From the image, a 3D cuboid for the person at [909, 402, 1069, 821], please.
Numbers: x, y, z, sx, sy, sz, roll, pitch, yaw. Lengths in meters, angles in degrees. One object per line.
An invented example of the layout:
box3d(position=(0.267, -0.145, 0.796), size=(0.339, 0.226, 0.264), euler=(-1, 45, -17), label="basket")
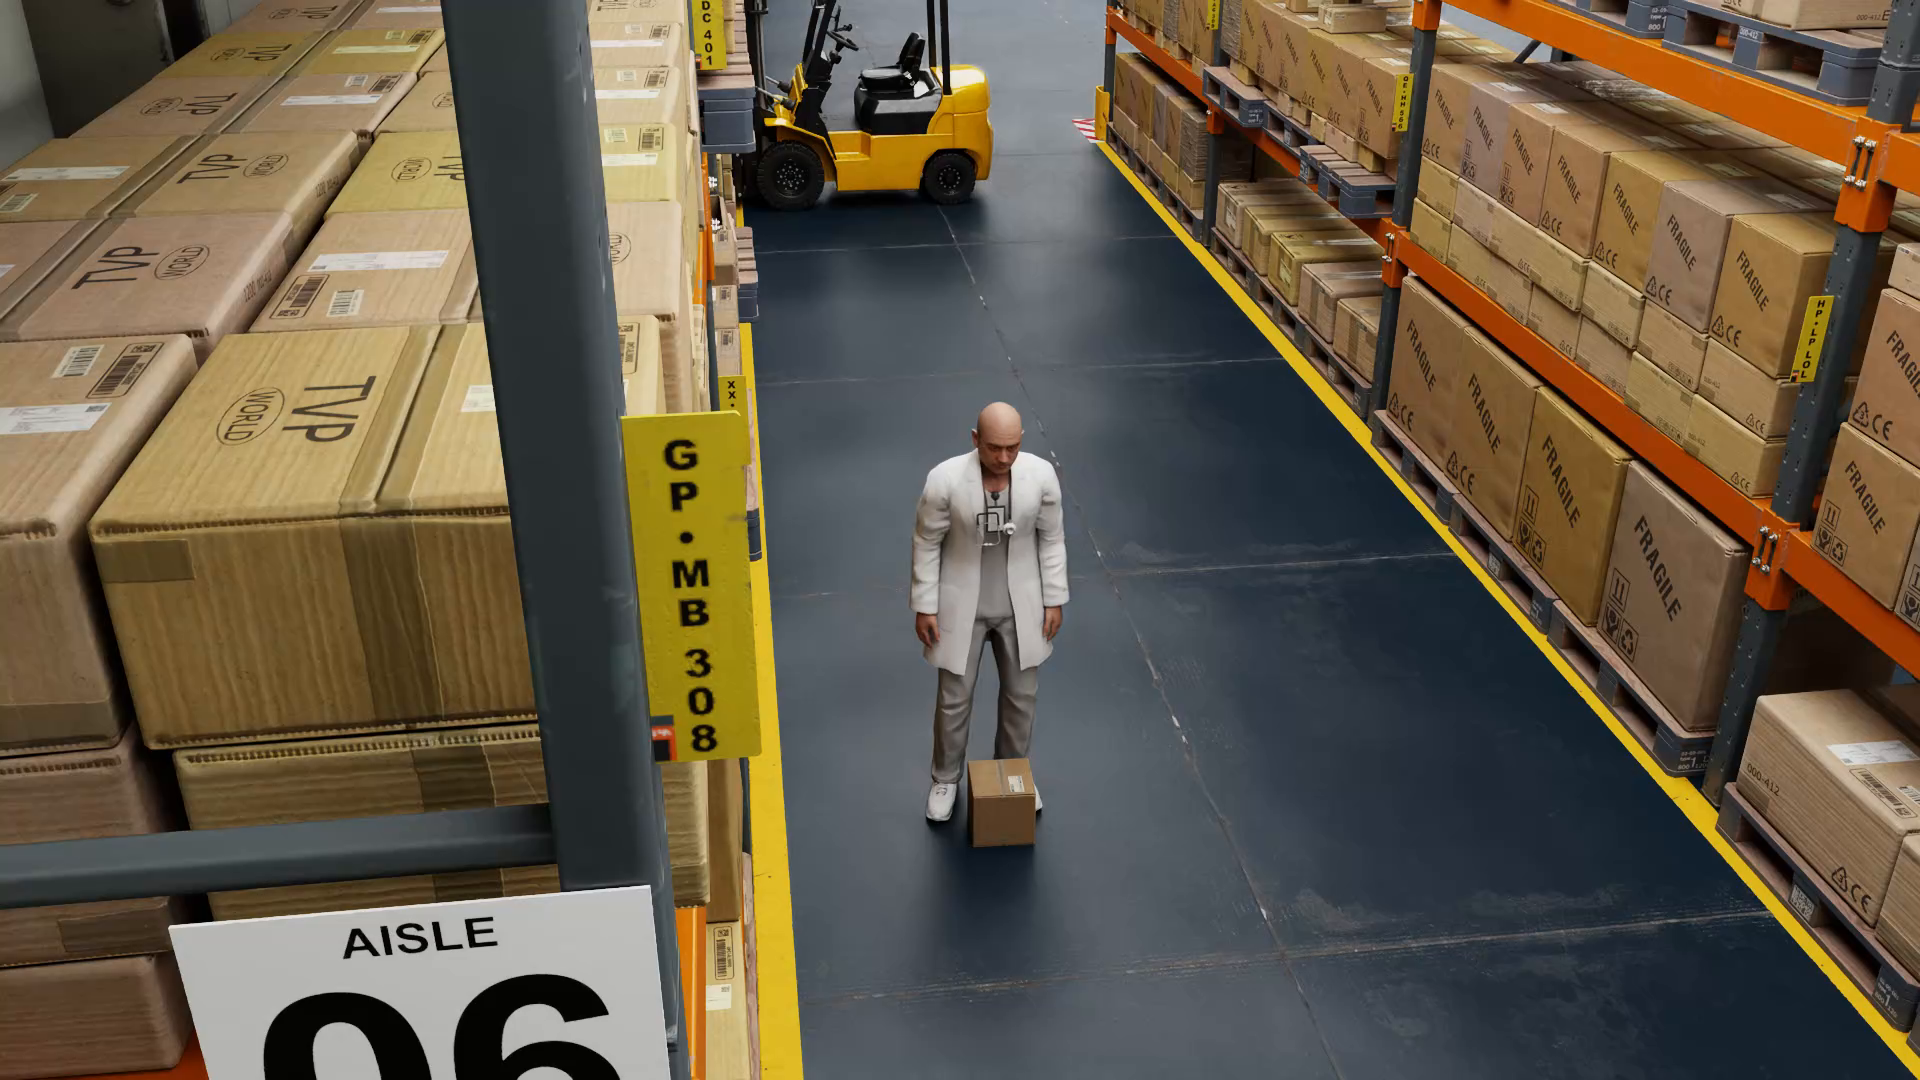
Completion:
box3d(position=(0.117, 0.270, 6.599), size=(0.640, 1.773, 0.426), euler=(-4, 27, -7), label="person")
